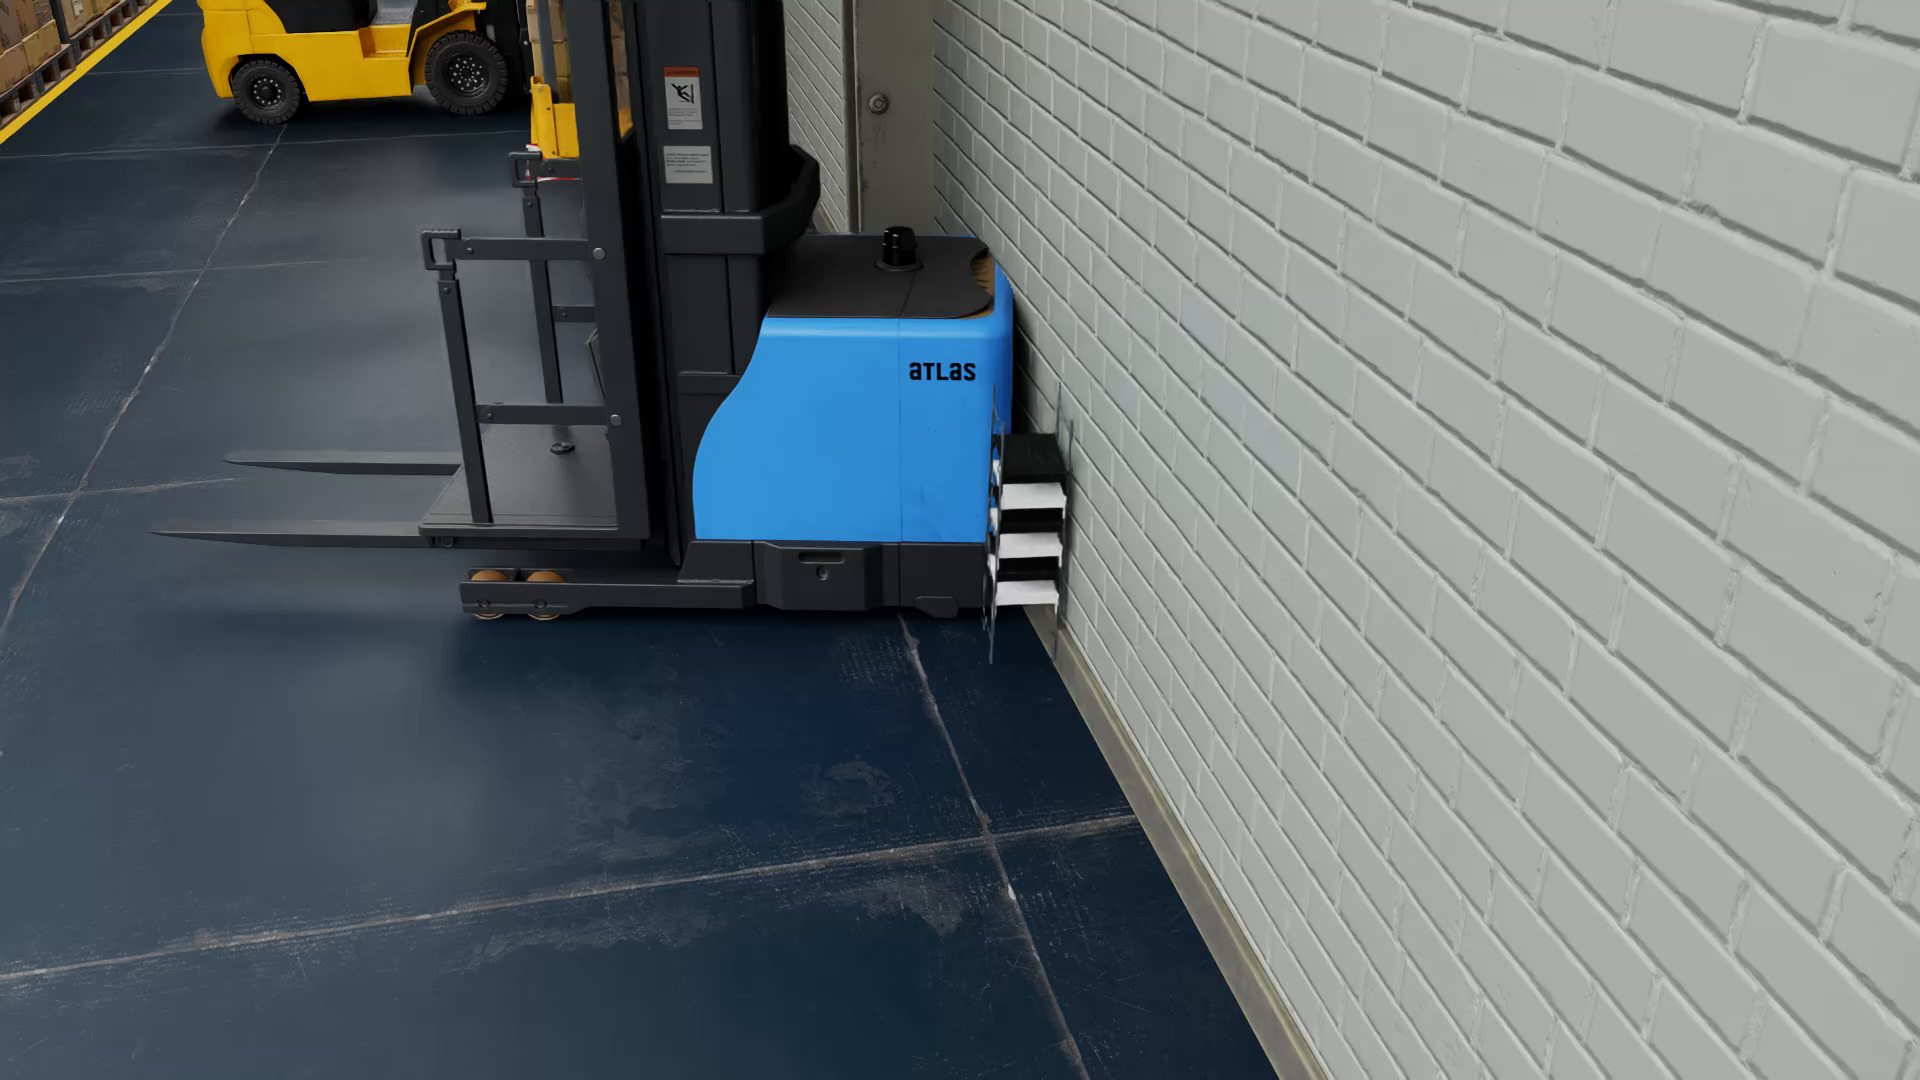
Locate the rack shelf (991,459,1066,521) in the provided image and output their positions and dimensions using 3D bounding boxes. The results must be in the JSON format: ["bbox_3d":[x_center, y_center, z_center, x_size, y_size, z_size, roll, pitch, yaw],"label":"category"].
[{"bbox_3d":[0.209,-0.163,5.161,0.200,0.077,0.258,-2,34,-6],"label":"rack shelf"}]

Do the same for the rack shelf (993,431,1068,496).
[{"bbox_3d":[0.212,-0.238,5.111,0.200,0.077,0.258,-2,34,-6],"label":"rack shelf"}]

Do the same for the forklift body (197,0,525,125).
[{"bbox_3d":[-4.569,-4.369,12.519,2.313,2.155,1.214,-6,27,-12],"label":"forklift body"}]

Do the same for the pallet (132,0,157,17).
[{"bbox_3d":[-8.828,-5.519,16.950,1.003,0.211,1.213,-6,27,-12],"label":"pallet"}]

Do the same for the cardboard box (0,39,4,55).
[{"bbox_3d":[-7.345,-3.732,12.069,0.500,0.500,0.500,-5,27,-11],"label":"cardboard box"}]

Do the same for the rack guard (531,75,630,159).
[{"bbox_3d":[-2.359,-2.974,11.588,1.175,0.500,0.348,-6,27,-12],"label":"rack guard"}]

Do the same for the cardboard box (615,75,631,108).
[{"bbox_3d":[-2.284,-3.296,12.037,0.500,0.250,0.500,-6,27,-11],"label":"cardboard box"}]

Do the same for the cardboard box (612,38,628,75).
[{"bbox_3d":[-2.268,-3.511,11.908,0.500,0.250,0.500,-5,27,-11],"label":"cardboard box"}]

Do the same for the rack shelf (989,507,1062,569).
[{"bbox_3d":[0.203,-0.013,5.261,0.200,0.077,0.258,-2,34,-6],"label":"rack shelf"}]

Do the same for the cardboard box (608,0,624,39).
[{"bbox_3d":[-2.288,-3.737,11.801,0.500,0.250,0.500,-6,27,-12],"label":"cardboard box"}]

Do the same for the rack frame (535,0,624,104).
[{"bbox_3d":[-2.364,-4.101,11.045,1.000,3.000,0.127,-6,27,-12],"label":"rack frame"}]

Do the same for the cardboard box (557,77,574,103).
[{"bbox_3d":[-2.778,-3.235,11.915,0.500,0.250,0.500,-6,27,-11],"label":"cardboard box"}]

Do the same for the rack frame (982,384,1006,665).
[{"bbox_3d":[0.103,-0.037,5.231,0.006,0.900,0.240,-2,34,-6],"label":"rack frame"}]

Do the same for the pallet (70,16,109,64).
[{"bbox_3d":[-8.278,-4.448,14.828,1.003,0.211,1.213,-6,27,-12],"label":"pallet"}]

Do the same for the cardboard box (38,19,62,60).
[{"bbox_3d":[-7.706,-4.079,13.587,0.500,0.250,0.500,-5,27,-9],"label":"cardboard box"}]

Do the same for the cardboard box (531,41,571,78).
[{"bbox_3d":[-2.779,-3.466,11.818,0.500,0.250,0.500,-6,27,-12],"label":"cardboard box"}]

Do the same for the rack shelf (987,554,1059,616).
[{"bbox_3d":[0.198,0.137,5.361,0.200,0.077,0.258,-2,34,-6],"label":"rack shelf"}]

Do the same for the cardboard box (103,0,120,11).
[{"bbox_3d":[-8.545,-5.216,15.705,0.950,0.372,0.625,-5,27,-10],"label":"cardboard box"}]

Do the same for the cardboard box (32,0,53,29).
[{"bbox_3d":[-7.706,-4.413,13.418,0.500,0.500,0.500,-6,27,-12],"label":"cardboard box"}]

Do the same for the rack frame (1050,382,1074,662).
[{"bbox_3d":[0.305,-0.044,5.254,0.006,0.900,0.240,-2,34,-6],"label":"rack frame"}]

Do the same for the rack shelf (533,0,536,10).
[{"bbox_3d":[-2.815,-4.657,12.947,1.077,0.370,4.000,-6,27,-12],"label":"rack shelf"}]

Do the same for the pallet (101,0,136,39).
[{"bbox_3d":[-8.556,-4.984,15.891,1.003,0.211,1.213,-6,27,-12],"label":"pallet"}]

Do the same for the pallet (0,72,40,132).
[{"bbox_3d":[-7.637,-3.278,12.511,1.003,0.211,1.213,-6,27,-12],"label":"pallet"}]

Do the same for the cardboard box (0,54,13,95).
[{"bbox_3d":[-7.355,-3.400,12.243,0.500,0.250,0.500,-4,27,-8],"label":"cardboard box"}]

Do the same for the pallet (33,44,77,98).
[{"bbox_3d":[-7.915,-3.815,13.574,1.003,0.211,1.213,-6,27,-12],"label":"pallet"}]

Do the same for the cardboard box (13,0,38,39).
[{"bbox_3d":[-7.590,-4.190,12.976,0.500,0.500,0.500,-5,27,-11],"label":"cardboard box"}]

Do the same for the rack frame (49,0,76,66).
[{"bbox_3d":[-8.101,-5.351,13.522,1.000,3.000,0.127,-6,27,-12],"label":"rack frame"}]

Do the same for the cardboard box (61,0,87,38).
[{"bbox_3d":[-8.221,-4.595,14.476,0.950,0.372,0.625,-6,27,-11],"label":"cardboard box"}]

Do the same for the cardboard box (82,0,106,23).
[{"bbox_3d":[-8.387,-4.911,15.100,0.950,0.372,0.625,-4,27,-8],"label":"cardboard box"}]

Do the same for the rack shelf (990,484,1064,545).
[{"bbox_3d":[0.206,-0.088,5.211,0.200,0.077,0.258,-2,34,-6],"label":"rack shelf"}]

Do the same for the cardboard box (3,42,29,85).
[{"bbox_3d":[-7.466,-3.622,12.683,0.500,0.250,0.500,-6,27,-11],"label":"cardboard box"}]

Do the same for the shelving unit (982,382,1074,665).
[{"bbox_3d":[0.204,-0.041,5.243,0.210,0.900,0.258,-2,34,-6],"label":"shelving unit"}]

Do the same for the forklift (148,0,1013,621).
[{"bbox_3d":[-1.321,-1.270,5.514,3.031,2.935,1.130,1,27,2],"label":"forklift"}]

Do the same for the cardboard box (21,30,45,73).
[{"bbox_3d":[-7.576,-3.846,13.126,0.500,0.250,0.500,-7,28,-13],"label":"cardboard box"}]

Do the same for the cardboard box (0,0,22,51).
[{"bbox_3d":[-7.474,-3.966,12.532,0.500,0.500,0.500,-5,27,-9],"label":"cardboard box"}]

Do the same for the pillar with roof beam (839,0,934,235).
[{"bbox_3d":[-4.485,-4.105,4.396,9.100,9.000,0.400,-6,27,-12],"label":"pillar with roof beam"}]

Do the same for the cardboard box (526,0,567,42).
[{"bbox_3d":[-2.772,-3.677,11.683,0.500,0.250,0.500,-5,27,-10],"label":"cardboard box"}]

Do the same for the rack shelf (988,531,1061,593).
[{"bbox_3d":[0.200,0.062,5.311,0.200,0.077,0.258,-2,34,-6],"label":"rack shelf"}]
